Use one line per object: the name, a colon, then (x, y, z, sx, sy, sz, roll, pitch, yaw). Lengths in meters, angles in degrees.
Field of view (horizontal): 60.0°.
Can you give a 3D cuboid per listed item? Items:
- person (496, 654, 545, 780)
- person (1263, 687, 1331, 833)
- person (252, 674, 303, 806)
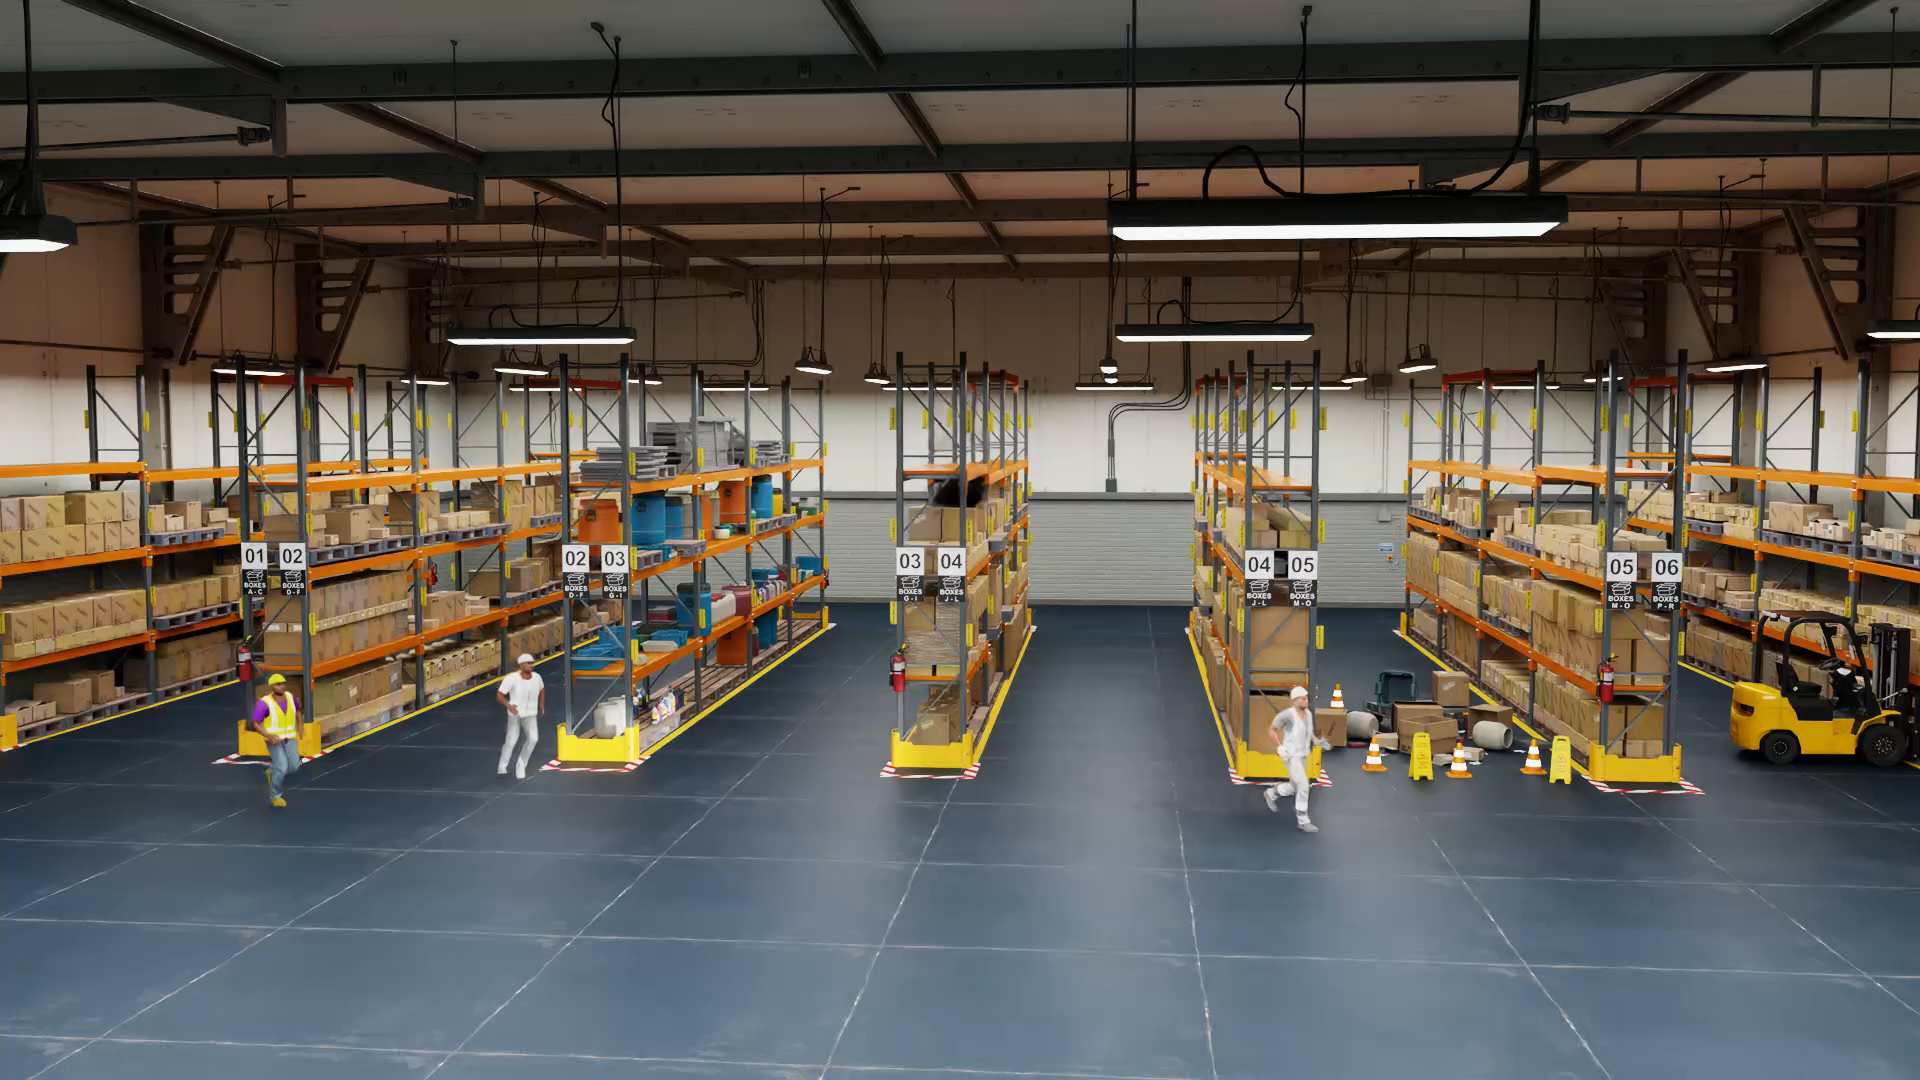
person: (-6.157, 2.480, 23.464, 0.765, 1.758, 0.653, -3, 5, -35)
person: (4.073, 2.668, 20.519, 0.633, 1.764, 0.910, -3, 5, -40)
person: (-8.922, 2.603, 21.776, 0.654, 1.731, 0.729, 3, 5, 36)
